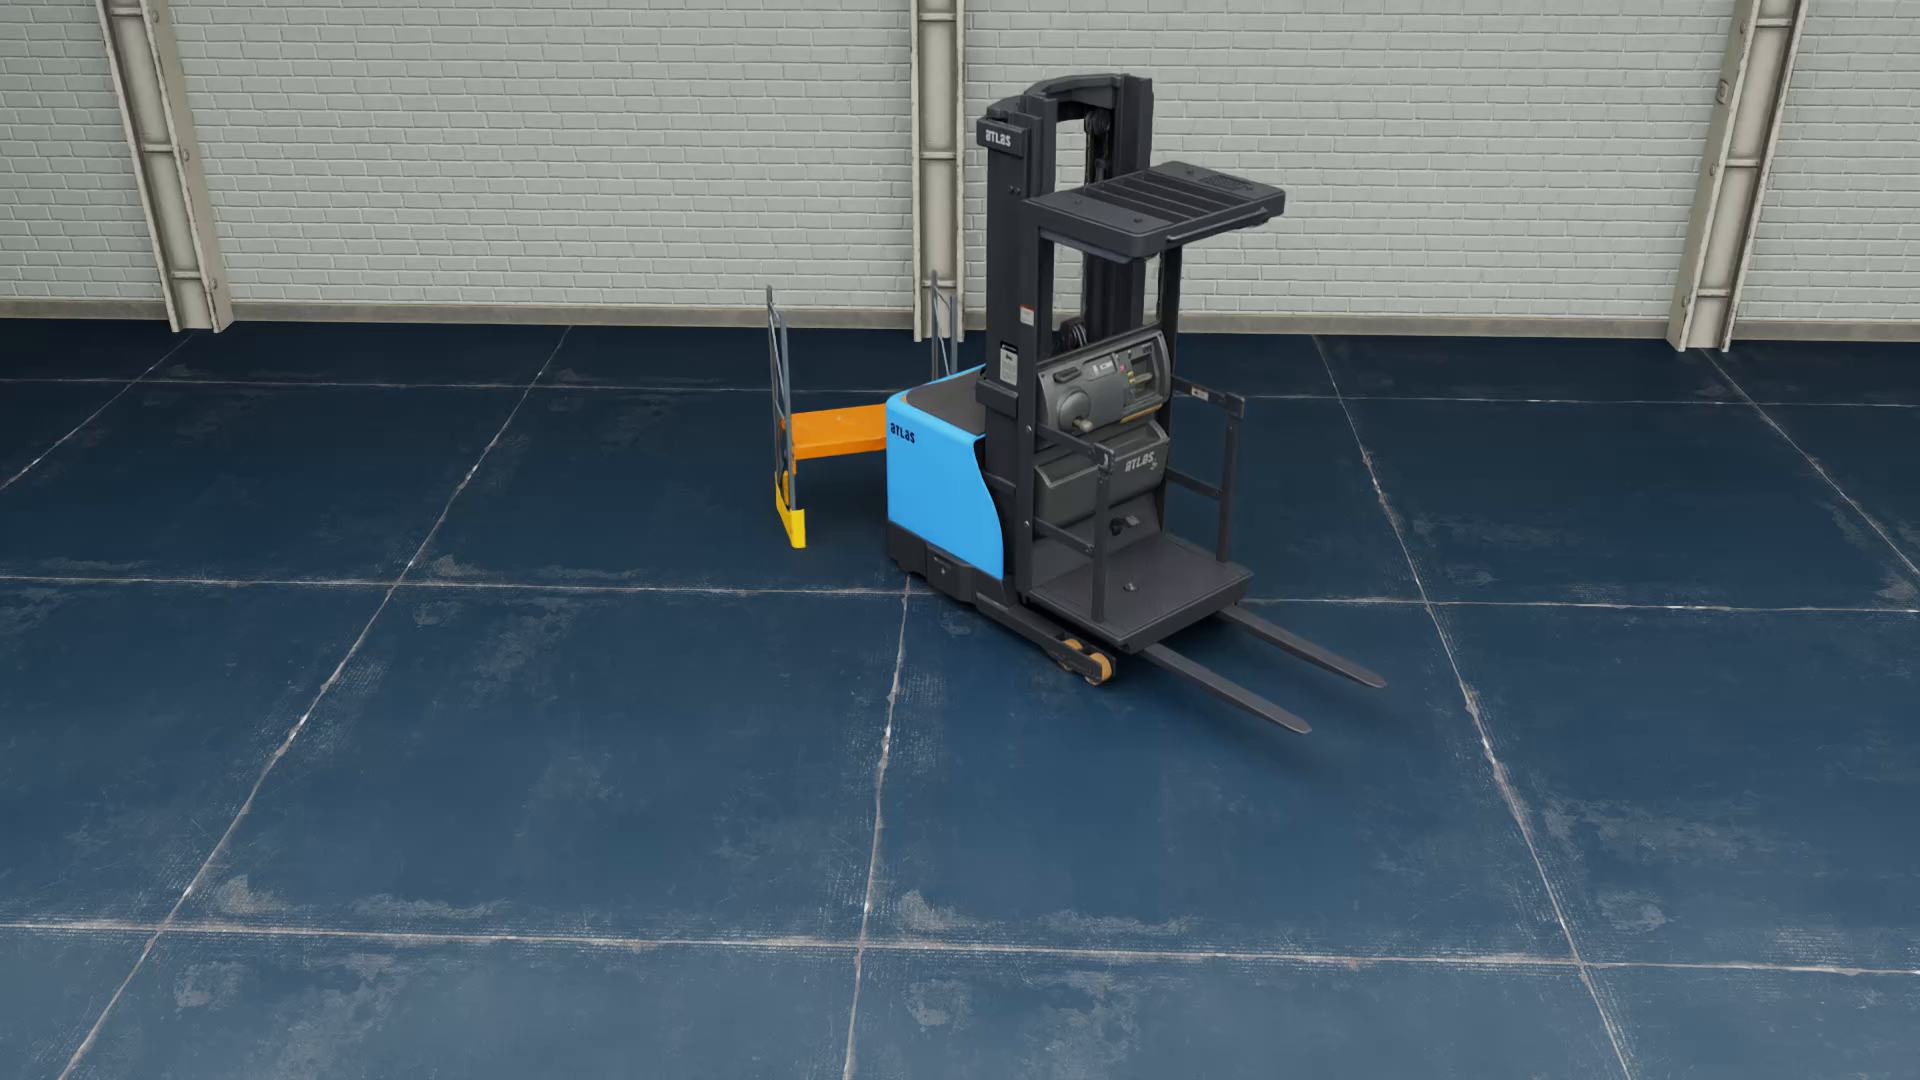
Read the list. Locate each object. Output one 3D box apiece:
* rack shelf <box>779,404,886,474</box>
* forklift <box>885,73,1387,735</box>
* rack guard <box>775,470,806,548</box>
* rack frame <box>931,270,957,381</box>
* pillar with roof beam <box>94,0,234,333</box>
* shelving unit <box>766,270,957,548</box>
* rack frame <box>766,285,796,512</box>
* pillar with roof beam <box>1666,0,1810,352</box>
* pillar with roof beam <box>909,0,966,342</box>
[{"bbox_3d":[-0.587,-0.653,10.264,1.000,0.185,0.538,-7,29,-14],"label":"rack shelf"},{"bbox_3d":[0.909,-0.798,8.626,1.130,2.935,3.031,-23,35,-36],"label":"forklift"},{"bbox_3d":[-1.058,-0.198,10.356,0.087,0.250,0.587,-7,29,-14],"label":"rack guard"},{"bbox_3d":[-0.098,-0.876,10.301,0.032,1.500,0.500,-7,29,-14],"label":"rack frame"},{"bbox_3d":[-6.311,-3.709,7.638,0.400,9.000,9.100,1,28,2],"label":"pillar with roof beam"},{"bbox_3d":[-0.579,-0.813,10.182,1.083,1.500,0.587,-7,29,-14],"label":"shelving unit"},{"bbox_3d":[-1.077,-0.748,10.059,0.032,1.500,0.500,-7,29,-14],"label":"rack frame"},{"bbox_3d":[5.682,-3.510,7.264,0.400,9.000,9.100,1,28,2],"label":"pillar with roof beam"},{"bbox_3d":[-0.315,-3.610,7.451,0.400,9.000,9.100,1,28,2],"label":"pillar with roof beam"}]
